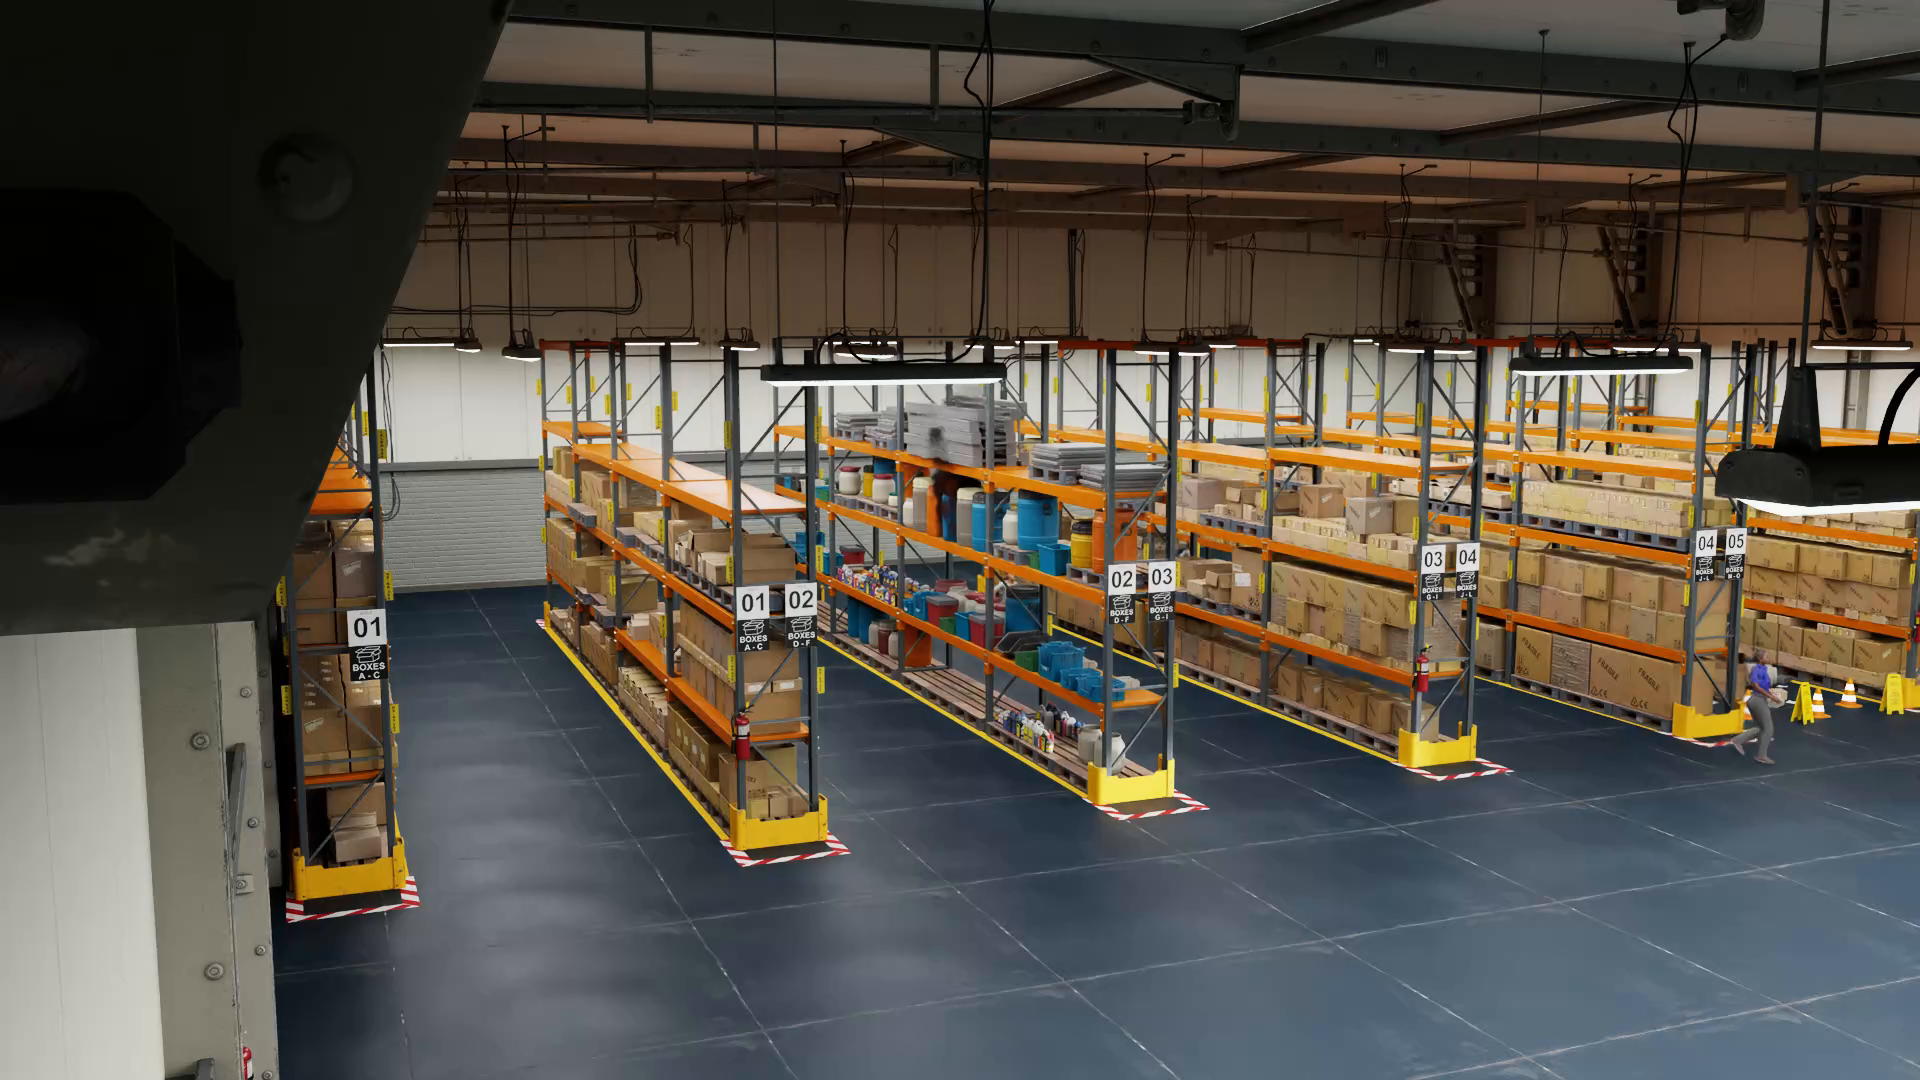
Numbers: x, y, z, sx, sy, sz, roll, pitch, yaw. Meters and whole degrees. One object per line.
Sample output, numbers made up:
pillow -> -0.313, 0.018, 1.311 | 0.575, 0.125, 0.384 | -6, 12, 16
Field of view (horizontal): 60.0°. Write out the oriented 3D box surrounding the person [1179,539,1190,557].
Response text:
person -> 5.143, 0.747, 37.105 | 0.537, 1.552, 0.545 | -4, 8, -27

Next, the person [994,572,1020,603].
person -> 0.982, 1.313, 32.111 | 0.568, 1.564, 0.534 | -6, 10, -39

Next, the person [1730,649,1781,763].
person -> 11.602, 2.407, 24.235 | 0.594, 1.638, 0.640 | 3, 8, 20
